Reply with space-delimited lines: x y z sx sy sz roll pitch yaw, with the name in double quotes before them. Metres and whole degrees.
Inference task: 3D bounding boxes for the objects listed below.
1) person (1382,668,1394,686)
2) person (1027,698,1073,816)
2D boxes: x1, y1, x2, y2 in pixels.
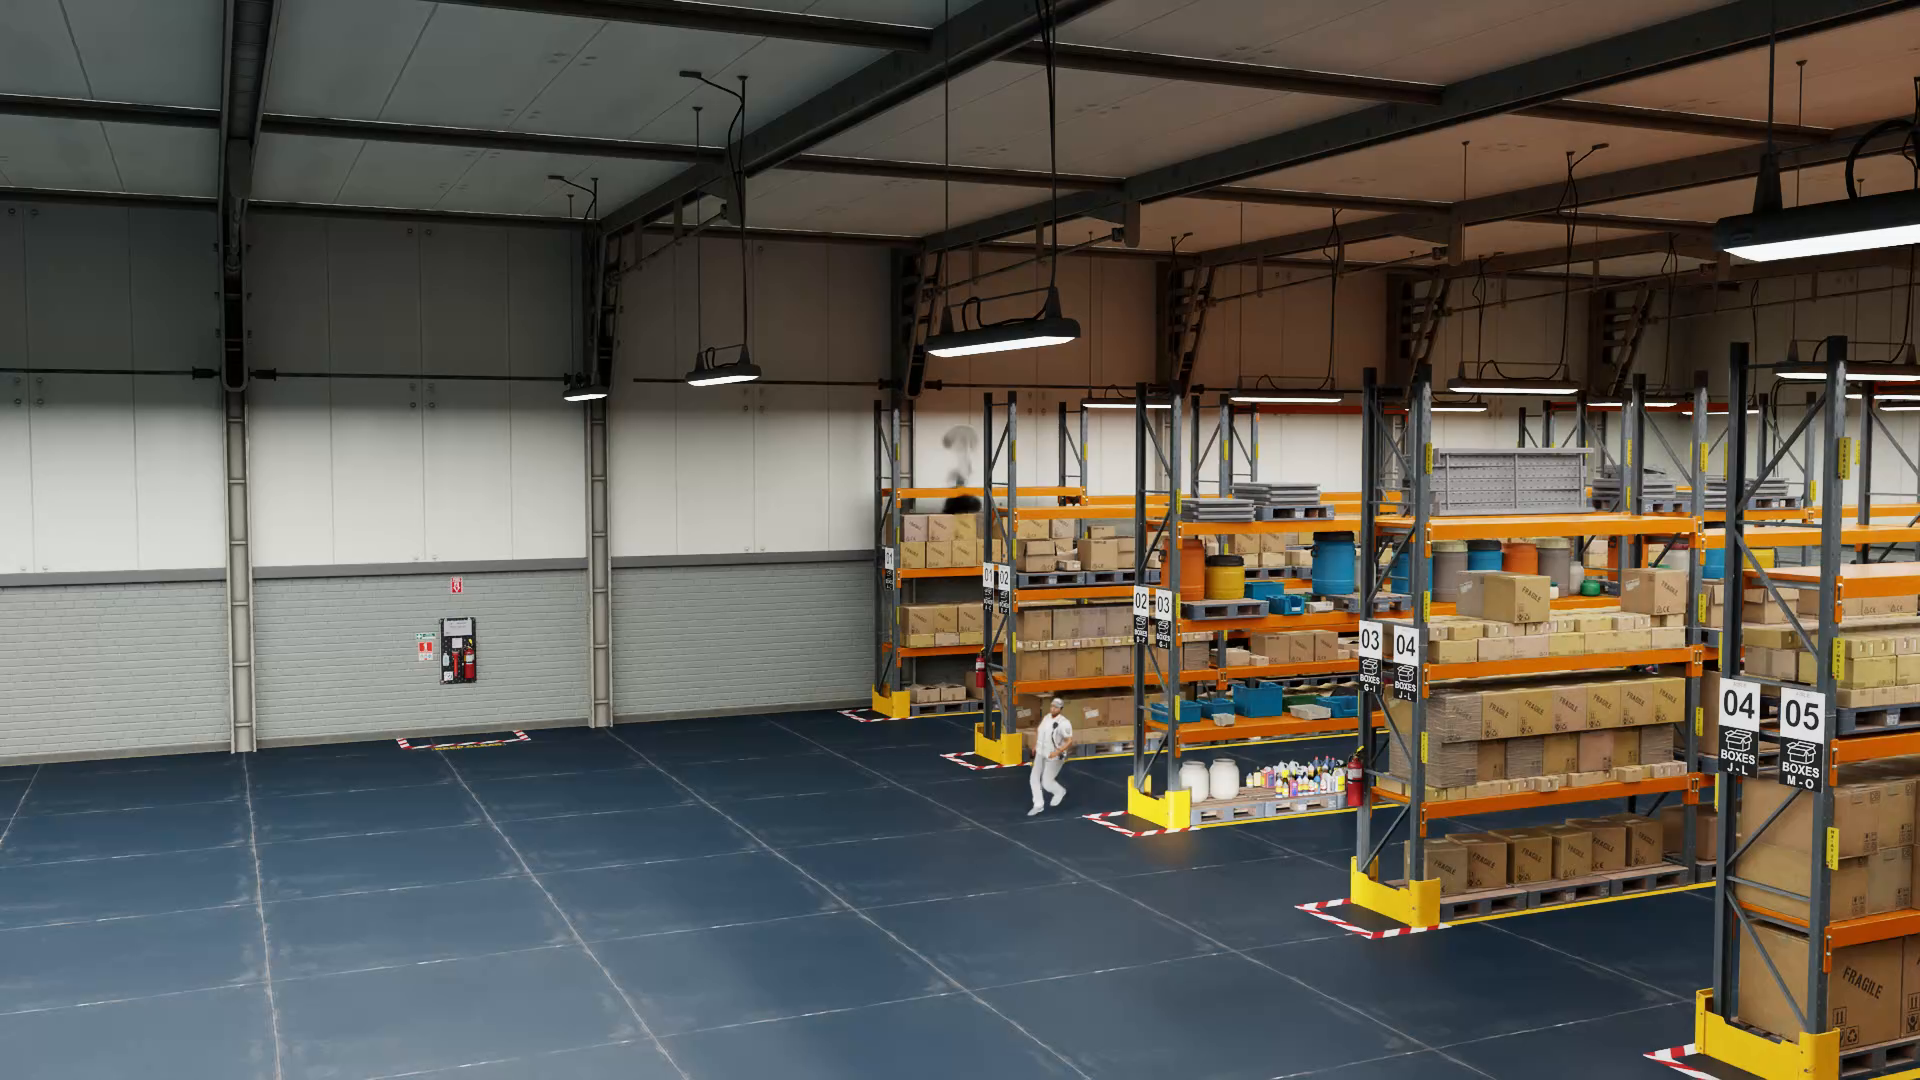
"person" 8.247 2.439 32.395 0.620 1.666 0.588 -2 4 -32
"person" 1.272 3.019 23.203 0.657 1.639 0.641 3 5 44
